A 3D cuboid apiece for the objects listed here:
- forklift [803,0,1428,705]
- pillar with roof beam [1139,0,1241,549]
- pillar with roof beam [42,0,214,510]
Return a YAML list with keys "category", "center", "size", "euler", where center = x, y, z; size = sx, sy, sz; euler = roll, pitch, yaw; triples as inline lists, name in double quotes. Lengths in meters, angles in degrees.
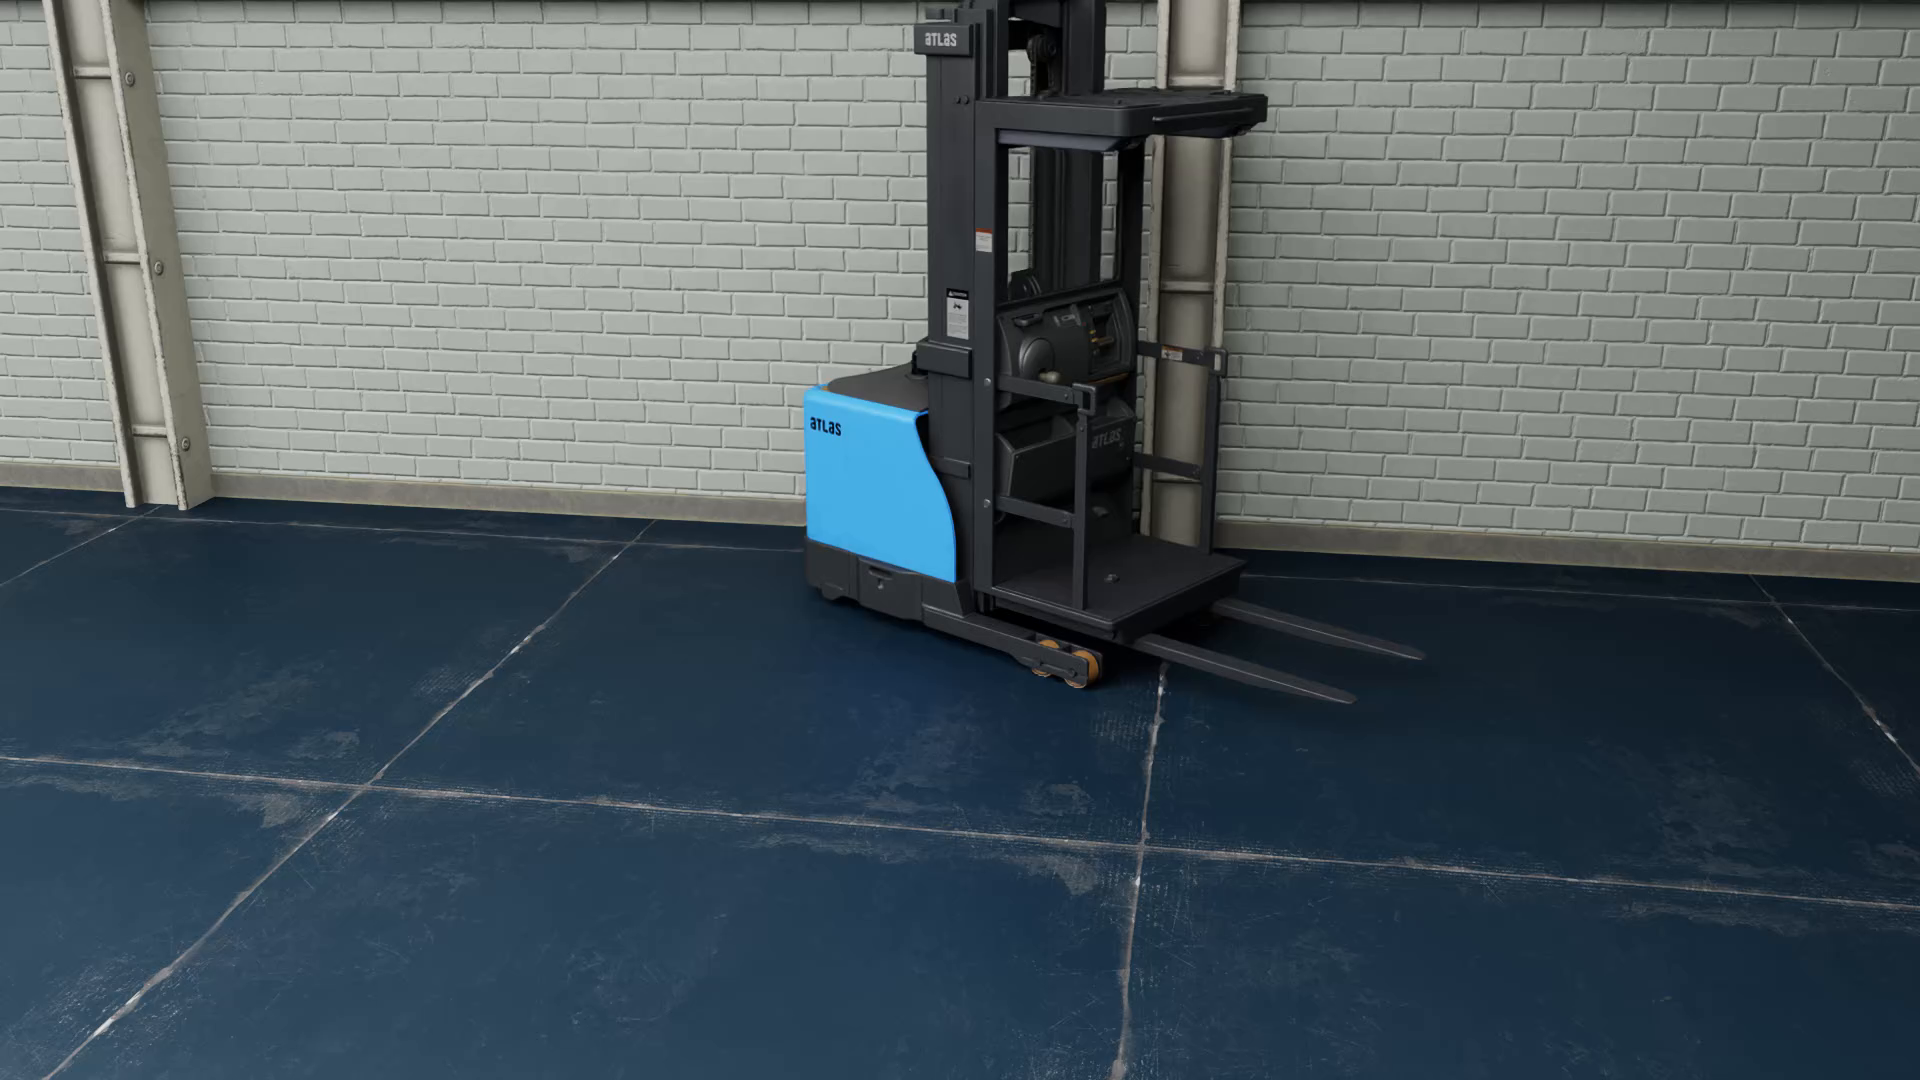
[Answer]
- category: "forklift"
  center: [0.652, -0.921, 7.437]
  size: [3.031, 2.935, 1.130]
  euler: [16, 24, 39]
- category: "pillar with roof beam"
  center: [0.499, -2.852, 3.644]
  size: [0.400, 9.000, 9.100]
  euler: [3, 19, 9]
- category: "pillar with roof beam"
  center: [-5.425, -3.154, 4.547]
  size: [0.400, 9.000, 9.100]
  euler: [3, 19, 9]
